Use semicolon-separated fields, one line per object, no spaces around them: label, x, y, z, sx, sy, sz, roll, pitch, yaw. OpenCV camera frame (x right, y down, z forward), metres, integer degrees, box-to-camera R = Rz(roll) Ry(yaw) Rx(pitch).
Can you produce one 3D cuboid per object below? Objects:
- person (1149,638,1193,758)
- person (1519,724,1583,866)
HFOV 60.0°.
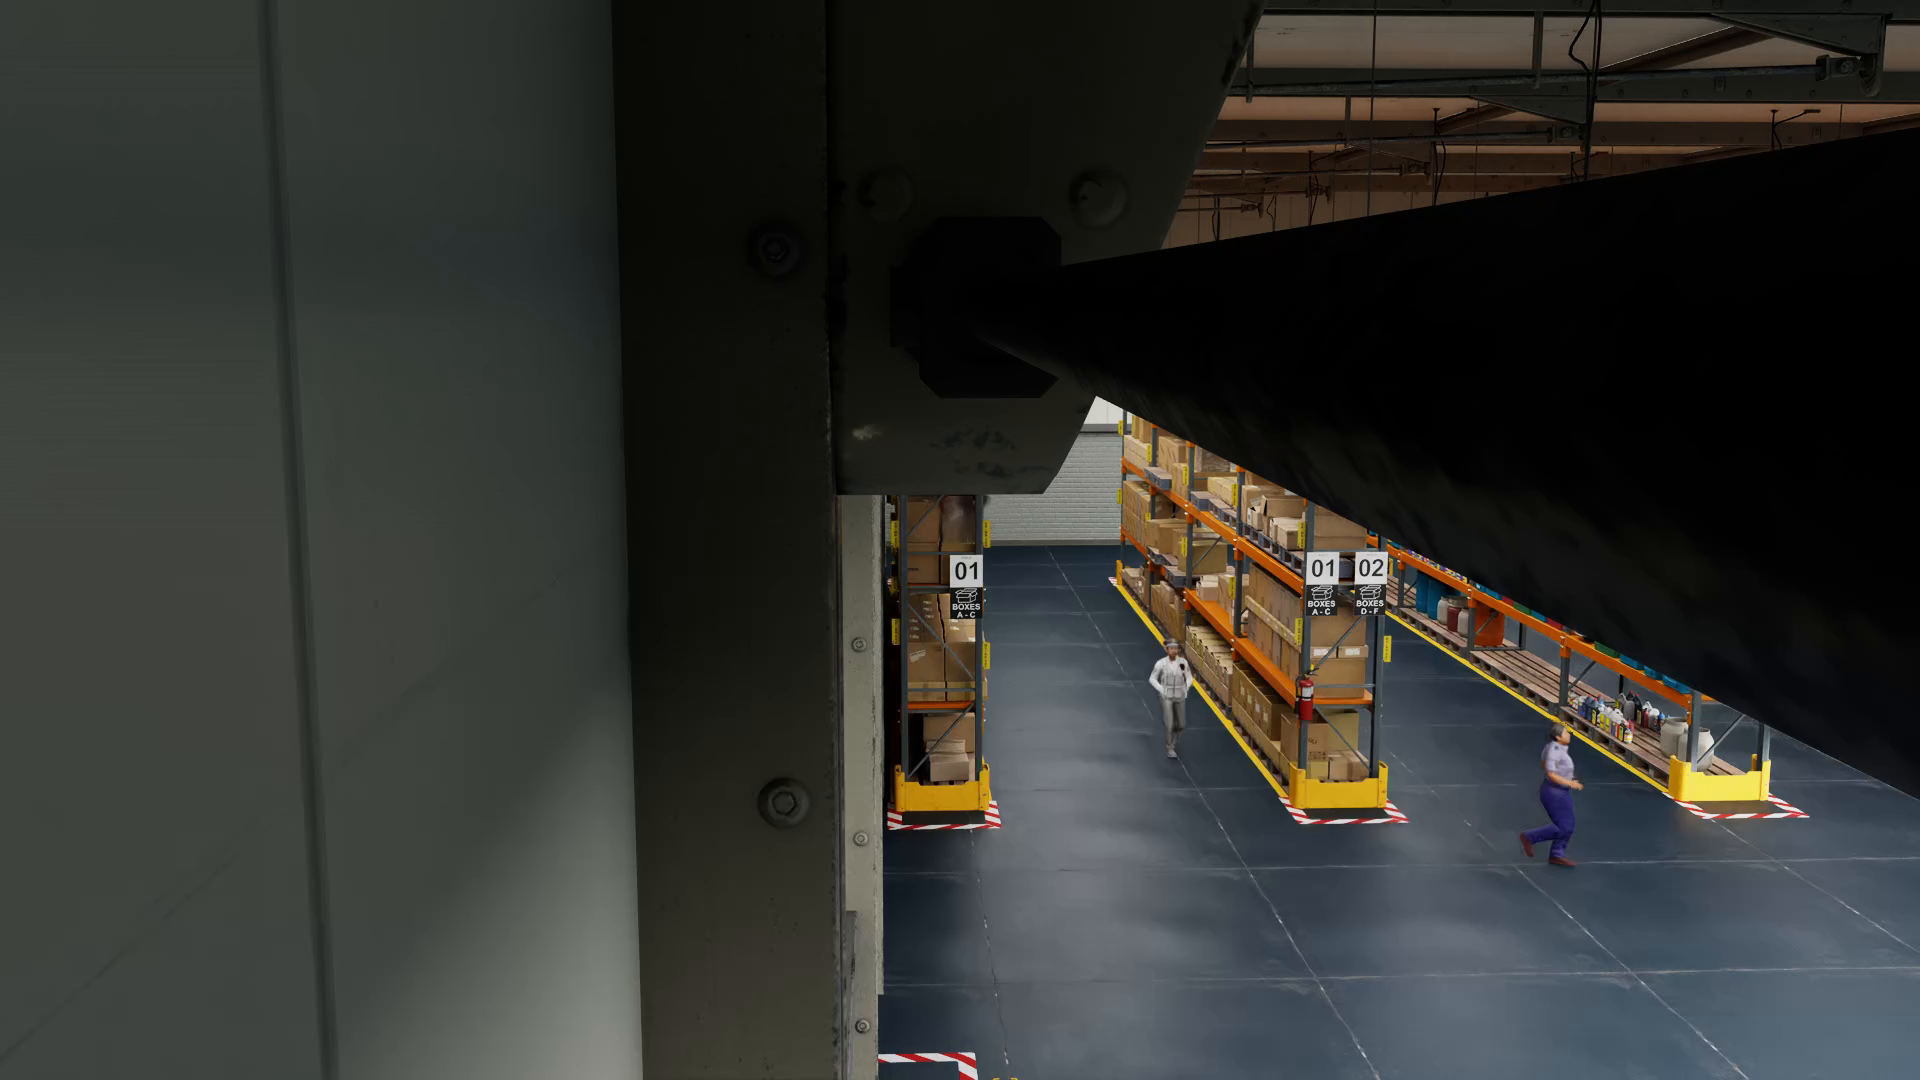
person;2.914;2.152;22.894;0.612;1.648;0.576;-1;8;-5
person;6.587;2.825;18.517;0.644;1.604;0.604;3;9;18
